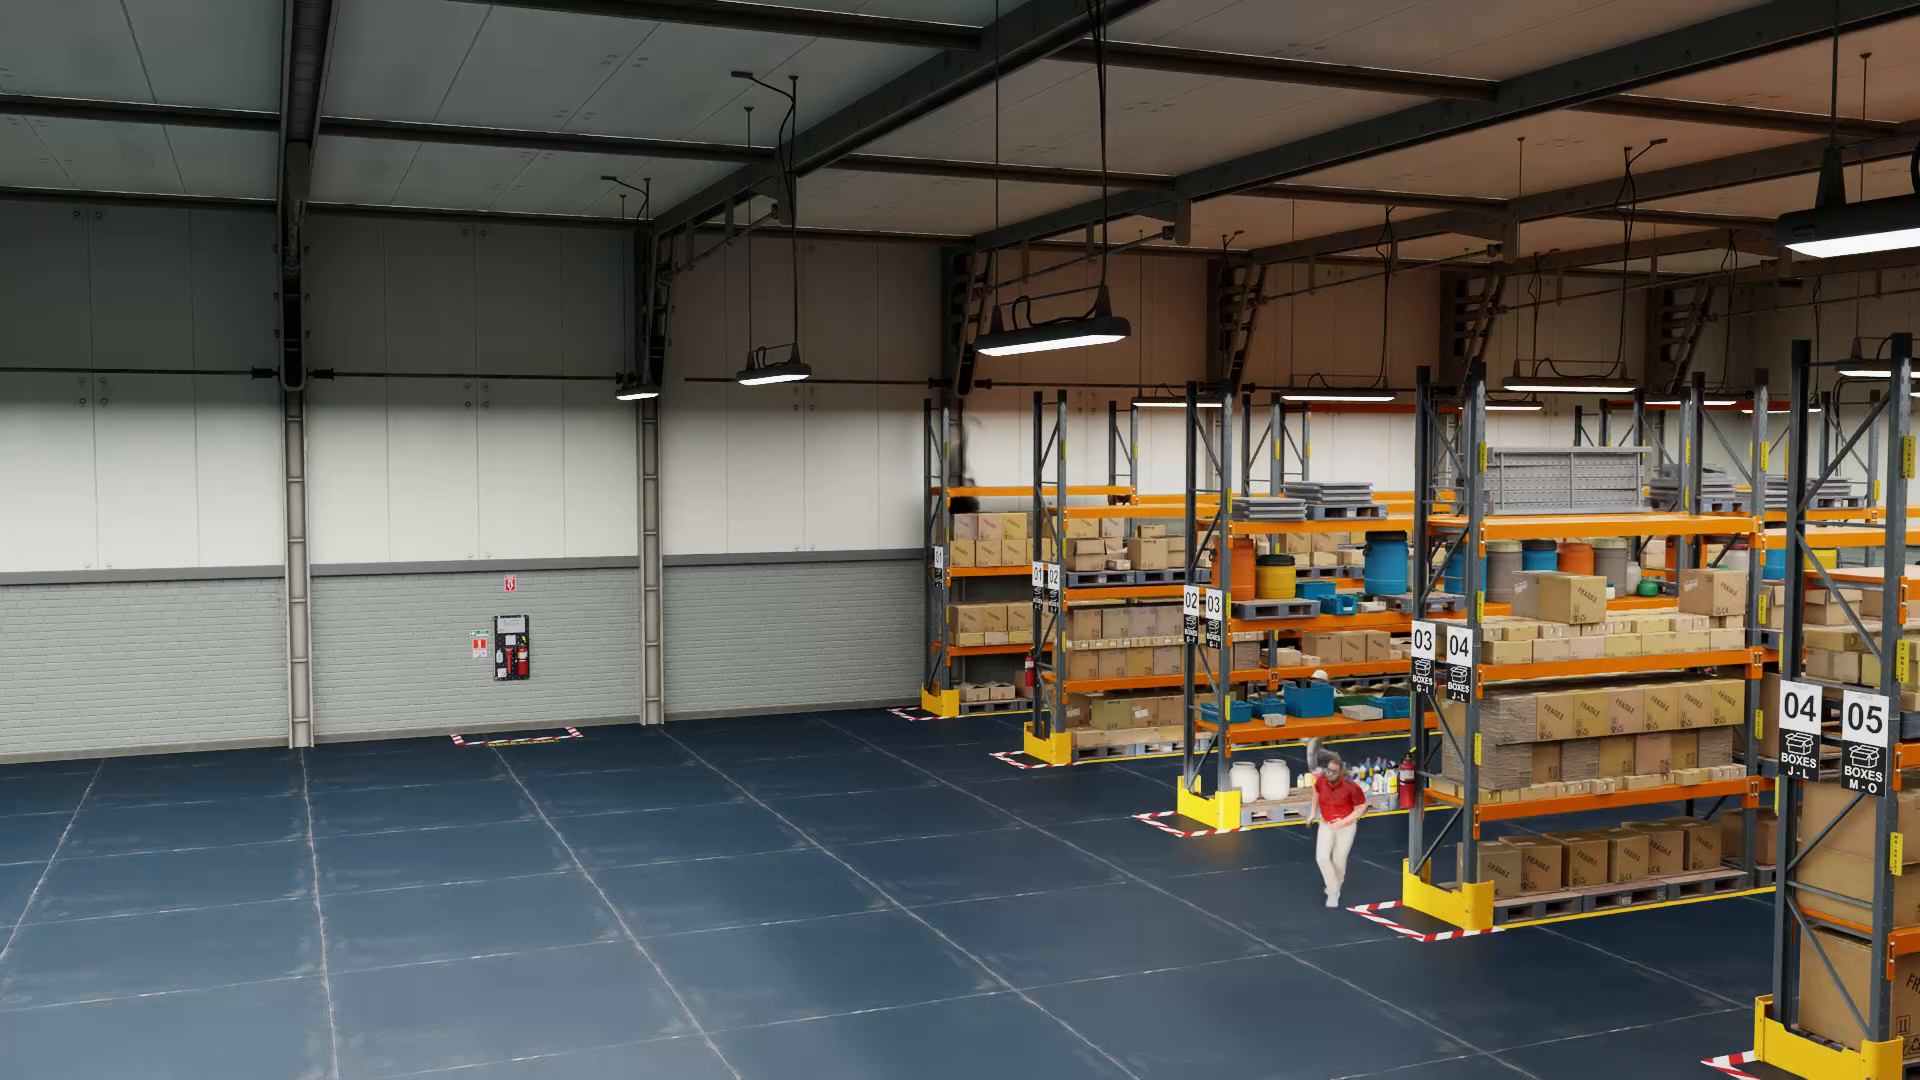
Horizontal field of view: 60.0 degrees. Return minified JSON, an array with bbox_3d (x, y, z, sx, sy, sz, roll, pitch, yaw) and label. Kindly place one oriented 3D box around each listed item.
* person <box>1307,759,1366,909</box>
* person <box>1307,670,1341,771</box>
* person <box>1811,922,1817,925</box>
[{"bbox_3d":[4.284,3.258,18.754,0.680,1.690,0.837,2,4,27],"label":"person"},{"bbox_3d":[5.469,2.836,25.096,0.824,1.765,0.709,-2,4,-27],"label":"person"},{"bbox_3d":[8.720,3.451,16.526,0.841,1.521,0.637,-2,4,-28],"label":"person"}]
